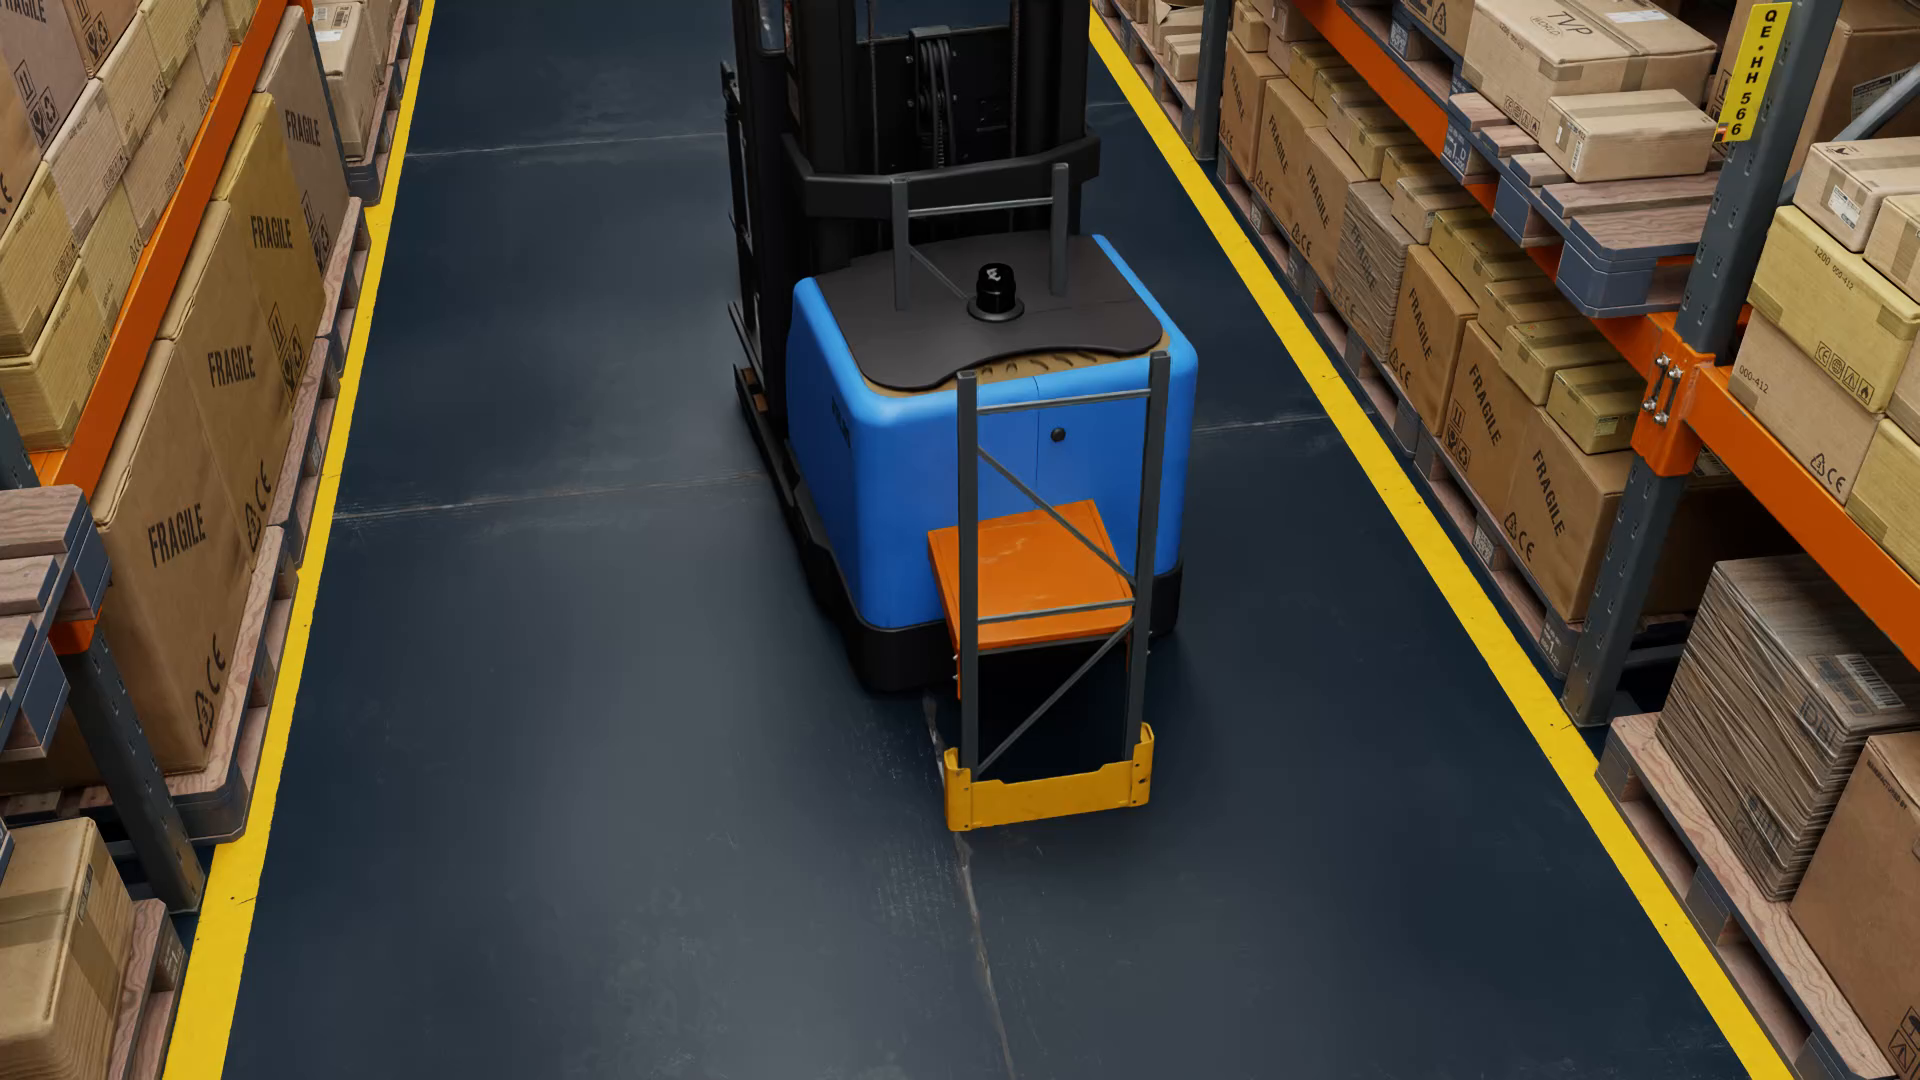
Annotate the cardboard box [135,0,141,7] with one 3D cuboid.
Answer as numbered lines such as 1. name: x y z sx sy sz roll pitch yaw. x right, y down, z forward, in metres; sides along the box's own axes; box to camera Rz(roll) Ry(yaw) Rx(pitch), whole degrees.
1. cardboard box: -2.647 -1.842 4.779 0.500 0.500 0.500 -6 38 -7

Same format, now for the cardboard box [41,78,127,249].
1. cardboard box: -2.480 -0.948 4.240 0.500 0.250 0.500 -5 38 -7

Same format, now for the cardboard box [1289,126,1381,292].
1. cardboard box: 1.690 -1.357 6.747 0.500 0.500 0.500 -7 38 -9

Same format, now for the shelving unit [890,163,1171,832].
1. shelving unit: 0.153 -0.126 4.685 0.587 1.500 1.083 -7 38 -8

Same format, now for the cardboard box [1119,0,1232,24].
1. cardboard box: 1.247 -3.185 9.100 0.700 0.500 0.500 -8 38 -10

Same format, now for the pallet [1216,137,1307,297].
1. pallet: 1.820 -1.529 7.546 1.003 0.211 1.213 -6 38 -8

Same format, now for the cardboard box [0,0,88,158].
1. cardboard box: -2.487 -1.222 3.982 0.500 0.500 0.500 -6 38 -8

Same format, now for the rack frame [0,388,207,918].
1. rack frame: -2.544 -0.165 3.518 1.000 3.000 0.127 -6 38 -8

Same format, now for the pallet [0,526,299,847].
1. pallet: -2.609 0.452 4.997 1.003 0.211 1.213 -6 38 -8

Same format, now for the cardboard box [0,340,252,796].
1. cardboard box: -2.584 0.082 4.589 0.875 0.875 0.875 -7 38 -8

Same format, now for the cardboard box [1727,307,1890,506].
1. cardboard box: 2.179 -0.348 3.875 0.500 0.250 0.500 -6 38 -8

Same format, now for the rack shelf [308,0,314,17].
1. rack shelf: -3.596 -3.505 8.403 1.077 0.370 4.000 -6 38 -8

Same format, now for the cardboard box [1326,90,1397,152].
1. cardboard box: 1.691 -1.675 6.628 0.380 0.149 0.250 -6 38 -8

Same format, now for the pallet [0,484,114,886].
1. pallet: -2.315 0.330 3.037 1.213 0.211 1.003 -6 38 -8

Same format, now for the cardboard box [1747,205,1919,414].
1. cardboard box: 2.154 -0.543 3.718 0.500 0.250 0.500 -6 38 -8

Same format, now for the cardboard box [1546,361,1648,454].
1. cardboard box: 2.006 -0.407 4.996 0.380 0.149 0.250 -8 39 -10

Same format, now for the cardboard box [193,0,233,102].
1. cardboard box: -2.761 -1.664 5.569 0.500 0.250 0.500 -7 38 -9

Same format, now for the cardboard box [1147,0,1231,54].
1. cardboard box: 1.191 -2.724 8.698 0.396 0.266 0.258 -5 38 -6

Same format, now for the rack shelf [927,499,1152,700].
1. rack shelf: 0.156 0.022 4.788 0.538 0.185 1.000 -7 38 -8

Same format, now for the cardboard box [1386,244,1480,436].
1. cardboard box: 1.884 -0.732 5.942 0.500 0.500 0.500 -5 38 -6

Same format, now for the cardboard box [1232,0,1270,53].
1. cardboard box: 1.441 -2.307 7.441 0.380 0.149 0.250 -5 38 -6

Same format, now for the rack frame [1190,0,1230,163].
1. rack frame: 1.640 -3.117 7.318 1.000 3.000 0.127 -6 38 -8

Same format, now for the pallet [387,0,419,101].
1. pallet: -3.519 -2.686 9.036 1.003 0.211 1.213 -6 38 -8

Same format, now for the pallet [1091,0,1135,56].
1. pallet: 1.304 -3.169 9.658 1.003 0.211 1.213 -6 38 -8

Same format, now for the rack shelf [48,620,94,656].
1. rack shelf: -2.194 1.327 2.183 1.077 0.370 4.000 -6 38 -8

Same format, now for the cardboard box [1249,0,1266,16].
1. cardboard box: 1.501 -2.431 7.358 0.380 0.149 0.250 -7 38 -9

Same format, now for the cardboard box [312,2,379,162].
1. cardboard box: -3.250 -2.126 7.788 0.875 0.438 0.875 -7 38 -9

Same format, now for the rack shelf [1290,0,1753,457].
1. rack shelf: 1.991 -1.625 5.983 1.077 0.370 4.000 -6 38 -8

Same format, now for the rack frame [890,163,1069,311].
1. rack frame: 0.063 -0.427 5.072 0.500 1.500 0.032 -7 38 -8

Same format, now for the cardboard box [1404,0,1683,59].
1. cardboard box: 1.873 -1.874 5.291 0.797 0.503 0.637 -7 38 -9

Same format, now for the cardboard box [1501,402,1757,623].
1. cardboard box: 2.056 -0.112 5.145 0.500 0.500 0.500 -5 38 -7

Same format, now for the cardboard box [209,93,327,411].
1. cardboard box: -2.892 -0.997 5.978 0.875 0.875 0.875 -5 38 -7

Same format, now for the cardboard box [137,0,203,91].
1. cardboard box: -2.631 -1.558 5.026 0.500 0.250 0.500 -6 38 -7

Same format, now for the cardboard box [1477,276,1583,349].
1. cardboard box: 1.925 -0.733 5.414 0.380 0.149 0.250 -7 38 -9

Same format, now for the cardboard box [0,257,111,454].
1. cardboard box: -2.383 -0.429 3.979 0.500 0.250 0.500 -7 38 -9

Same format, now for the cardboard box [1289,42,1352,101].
1. cardboard box: 1.622 -1.994 7.038 0.380 0.149 0.250 -8 39 -10

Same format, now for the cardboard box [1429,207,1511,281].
1. cardboard box: 1.879 -1.047 5.820 0.380 0.149 0.250 -7 38 -9

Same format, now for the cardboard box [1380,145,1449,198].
1. cardboard box: 1.808 -1.365 6.229 0.380 0.149 0.250 -6 38 -8

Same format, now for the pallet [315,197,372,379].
1. pallet: -3.036 -1.022 6.894 1.003 0.211 1.213 -6 38 -8

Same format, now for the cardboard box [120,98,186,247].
1. cardboard box: -2.576 -1.054 4.784 0.500 0.250 0.500 -5 38 -6

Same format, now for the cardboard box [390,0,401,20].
1. cardboard box: -3.564 -3.211 9.185 0.875 0.438 0.875 -5 38 -7

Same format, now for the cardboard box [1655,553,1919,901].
1. cardboard box: 2.438 0.449 4.321 0.875 0.625 0.625 -5 38 -7

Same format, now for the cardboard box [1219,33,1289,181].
1. cardboard box: 1.504 -1.980 7.548 0.500 0.500 0.500 -5 38 -6

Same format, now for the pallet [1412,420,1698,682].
1. pallet: 2.248 -0.055 5.649 1.003 0.211 1.213 -6 38 -8

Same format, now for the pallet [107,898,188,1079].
1. pallet: -2.409 1.408 3.765 1.003 0.211 1.213 -6 38 -8

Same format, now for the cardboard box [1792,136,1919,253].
1. cardboard box: 2.108 -0.773 3.689 0.380 0.149 0.250 -5 38 -7

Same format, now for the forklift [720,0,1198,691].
1. forklift: -0.229 -1.609 5.431 1.130 2.935 3.031 -11 39 -14

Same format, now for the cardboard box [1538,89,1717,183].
1. cardboard box: 1.849 -1.123 4.614 0.380 0.149 0.250 -6 38 -7
